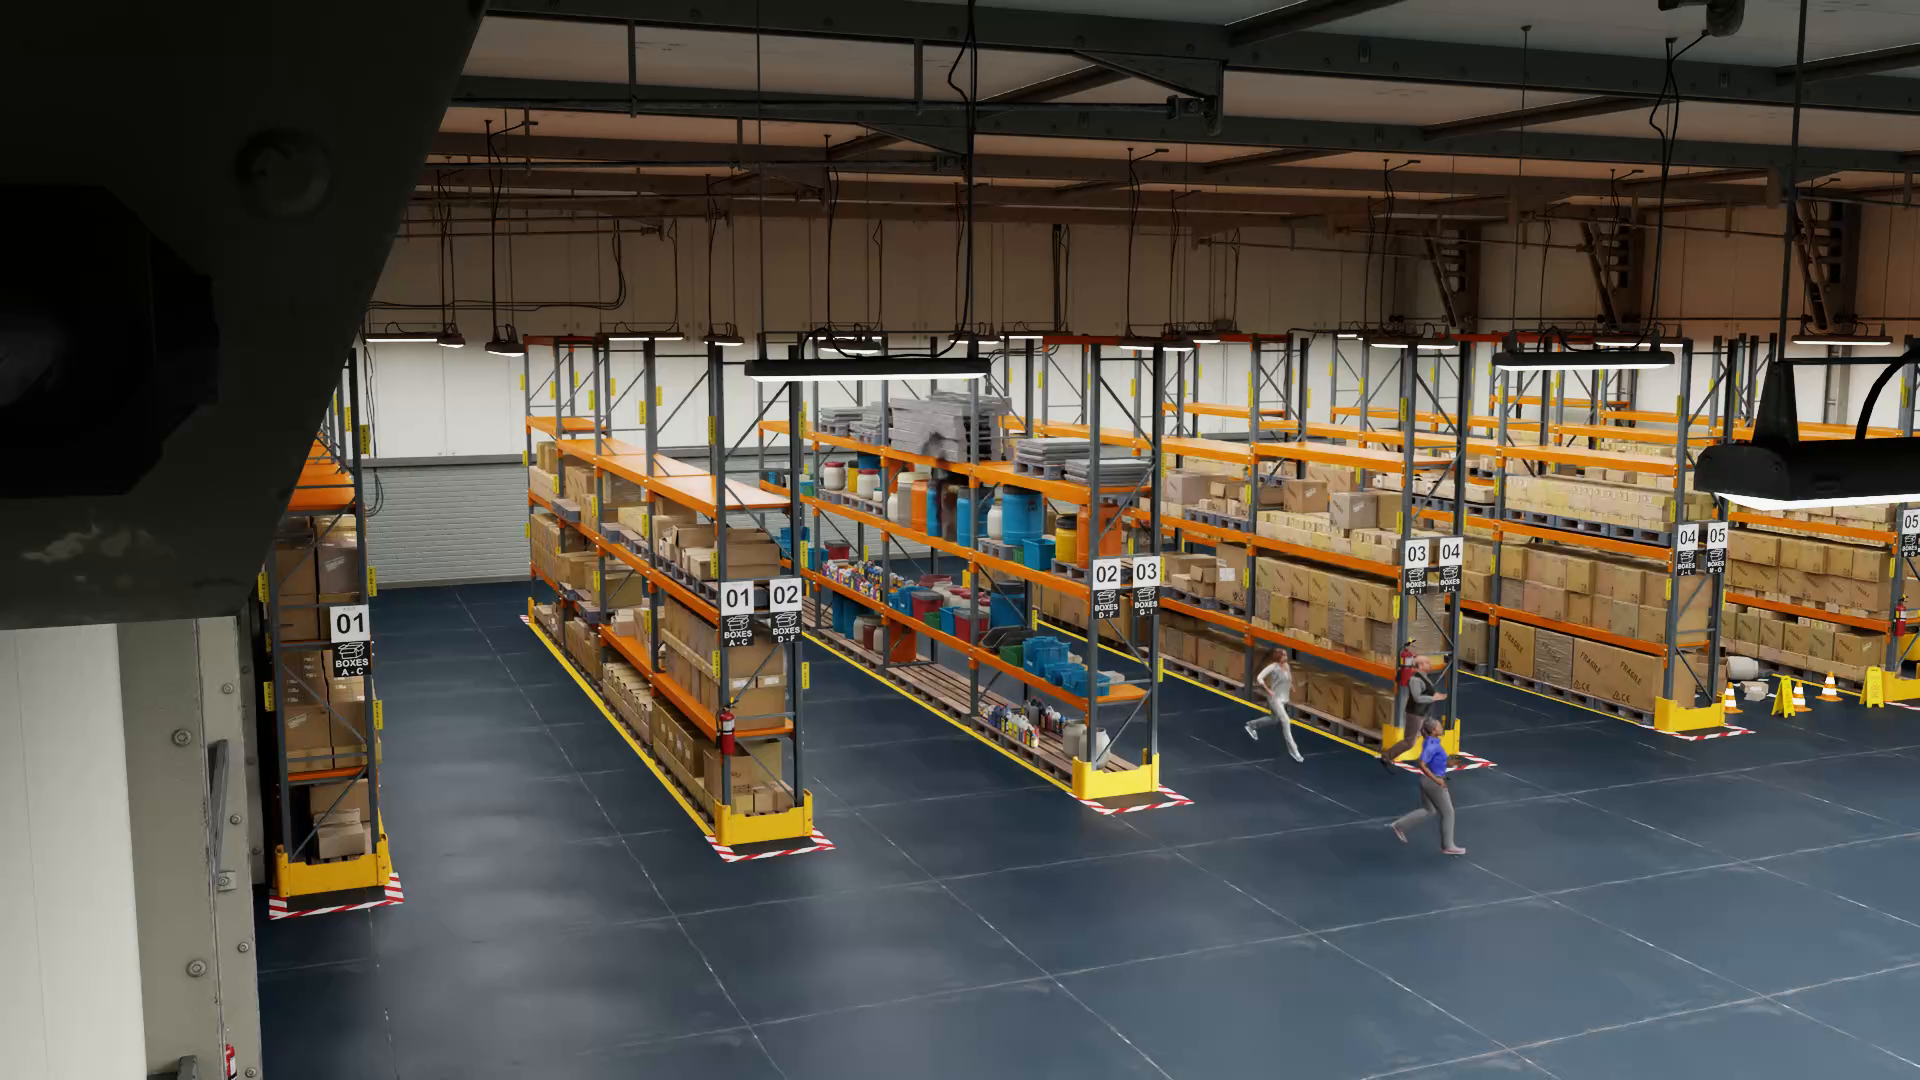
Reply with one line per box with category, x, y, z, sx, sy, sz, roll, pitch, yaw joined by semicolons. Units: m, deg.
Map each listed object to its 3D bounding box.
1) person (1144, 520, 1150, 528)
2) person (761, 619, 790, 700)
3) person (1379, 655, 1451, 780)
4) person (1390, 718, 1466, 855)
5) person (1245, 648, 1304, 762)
person;4.307;0.373;38.194;0.675;1.837;0.828;-2;8;-15
person;-3.152;1.800;27.942;0.552;1.705;0.774;-5;9;-33
person;6.290;2.415;22.827;0.970;1.702;0.660;5;9;33
person;5.581;2.907;19.689;0.859;1.628;0.587;1;8;5
person;4.609;2.294;24.179;1.009;1.502;0.506;6;10;40
